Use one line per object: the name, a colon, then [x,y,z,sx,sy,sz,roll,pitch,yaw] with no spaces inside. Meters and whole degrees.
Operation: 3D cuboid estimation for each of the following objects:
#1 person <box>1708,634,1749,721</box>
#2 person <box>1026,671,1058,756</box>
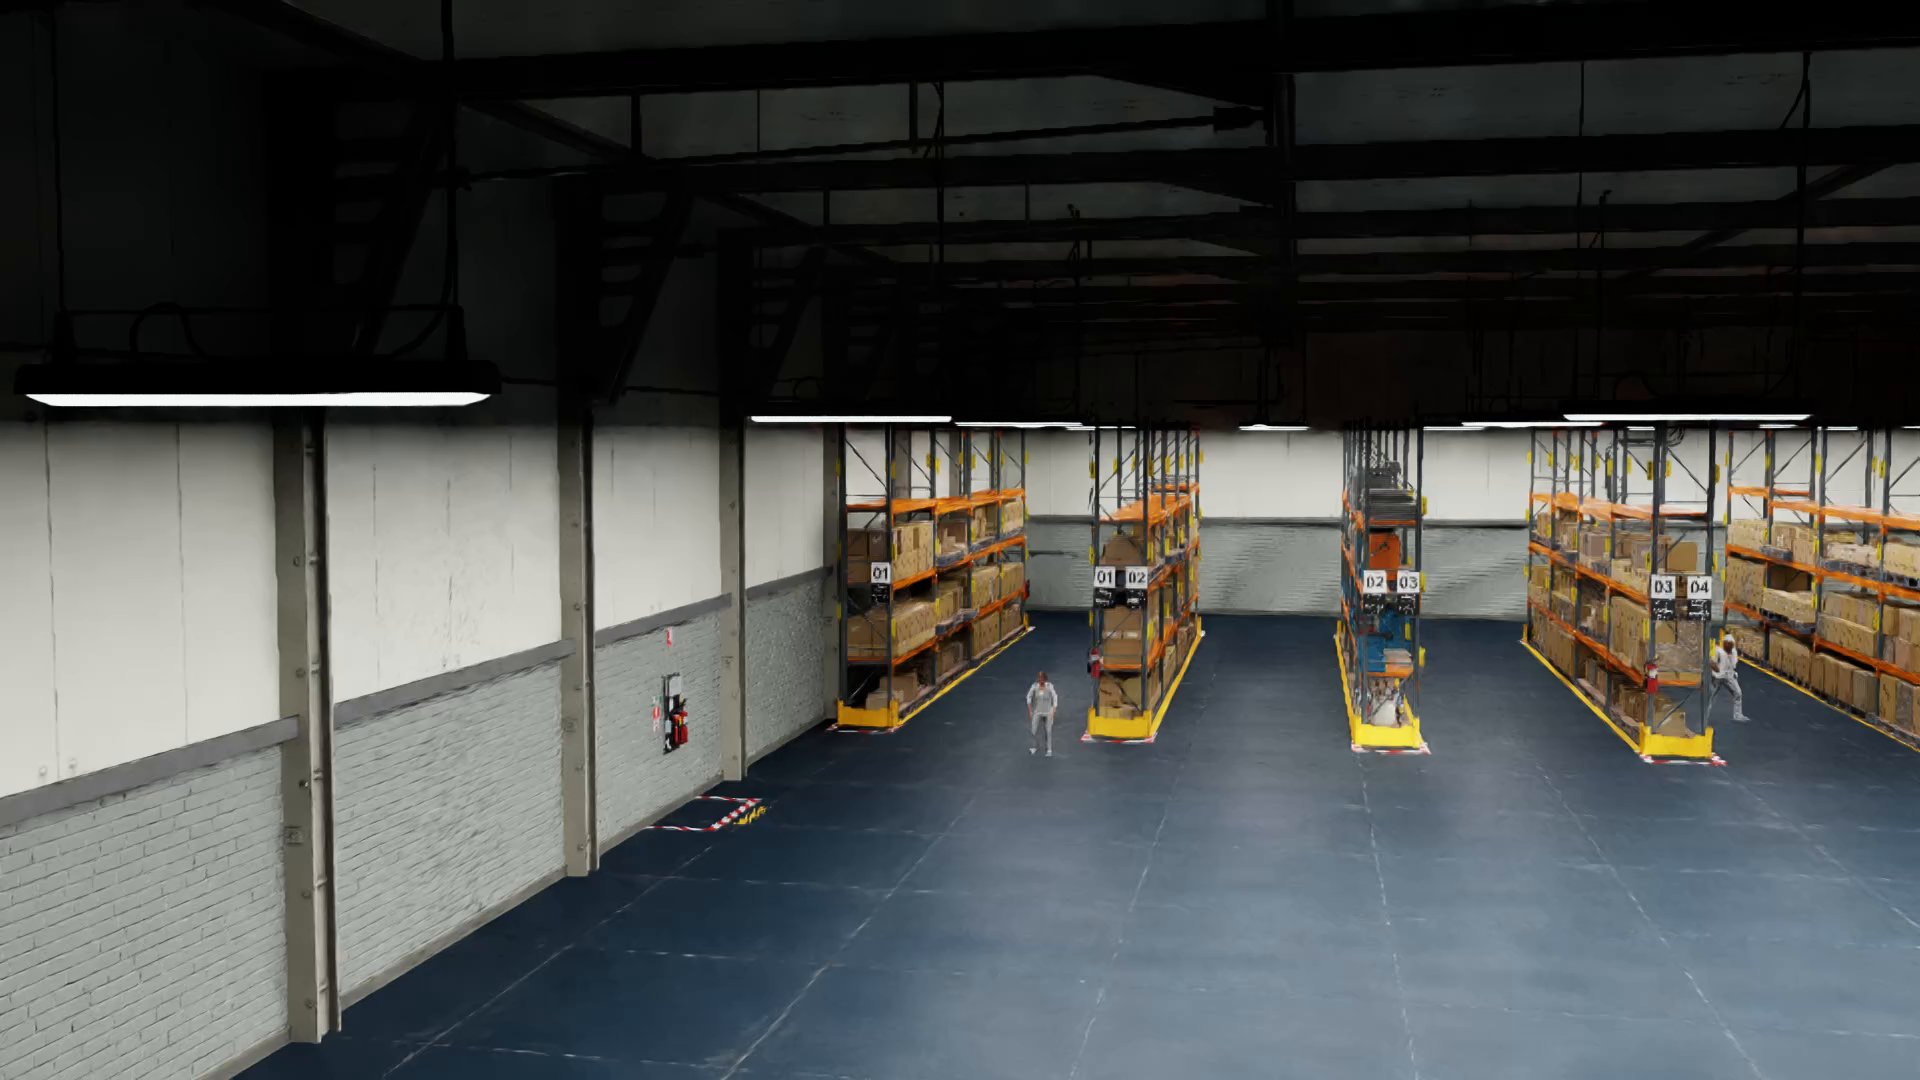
person: [15.179,2.713,33.043,0.701,1.718,0.849,0,4,-5]
person: [1.440,3.053,29.361,0.551,1.541,0.519,1,4,8]
